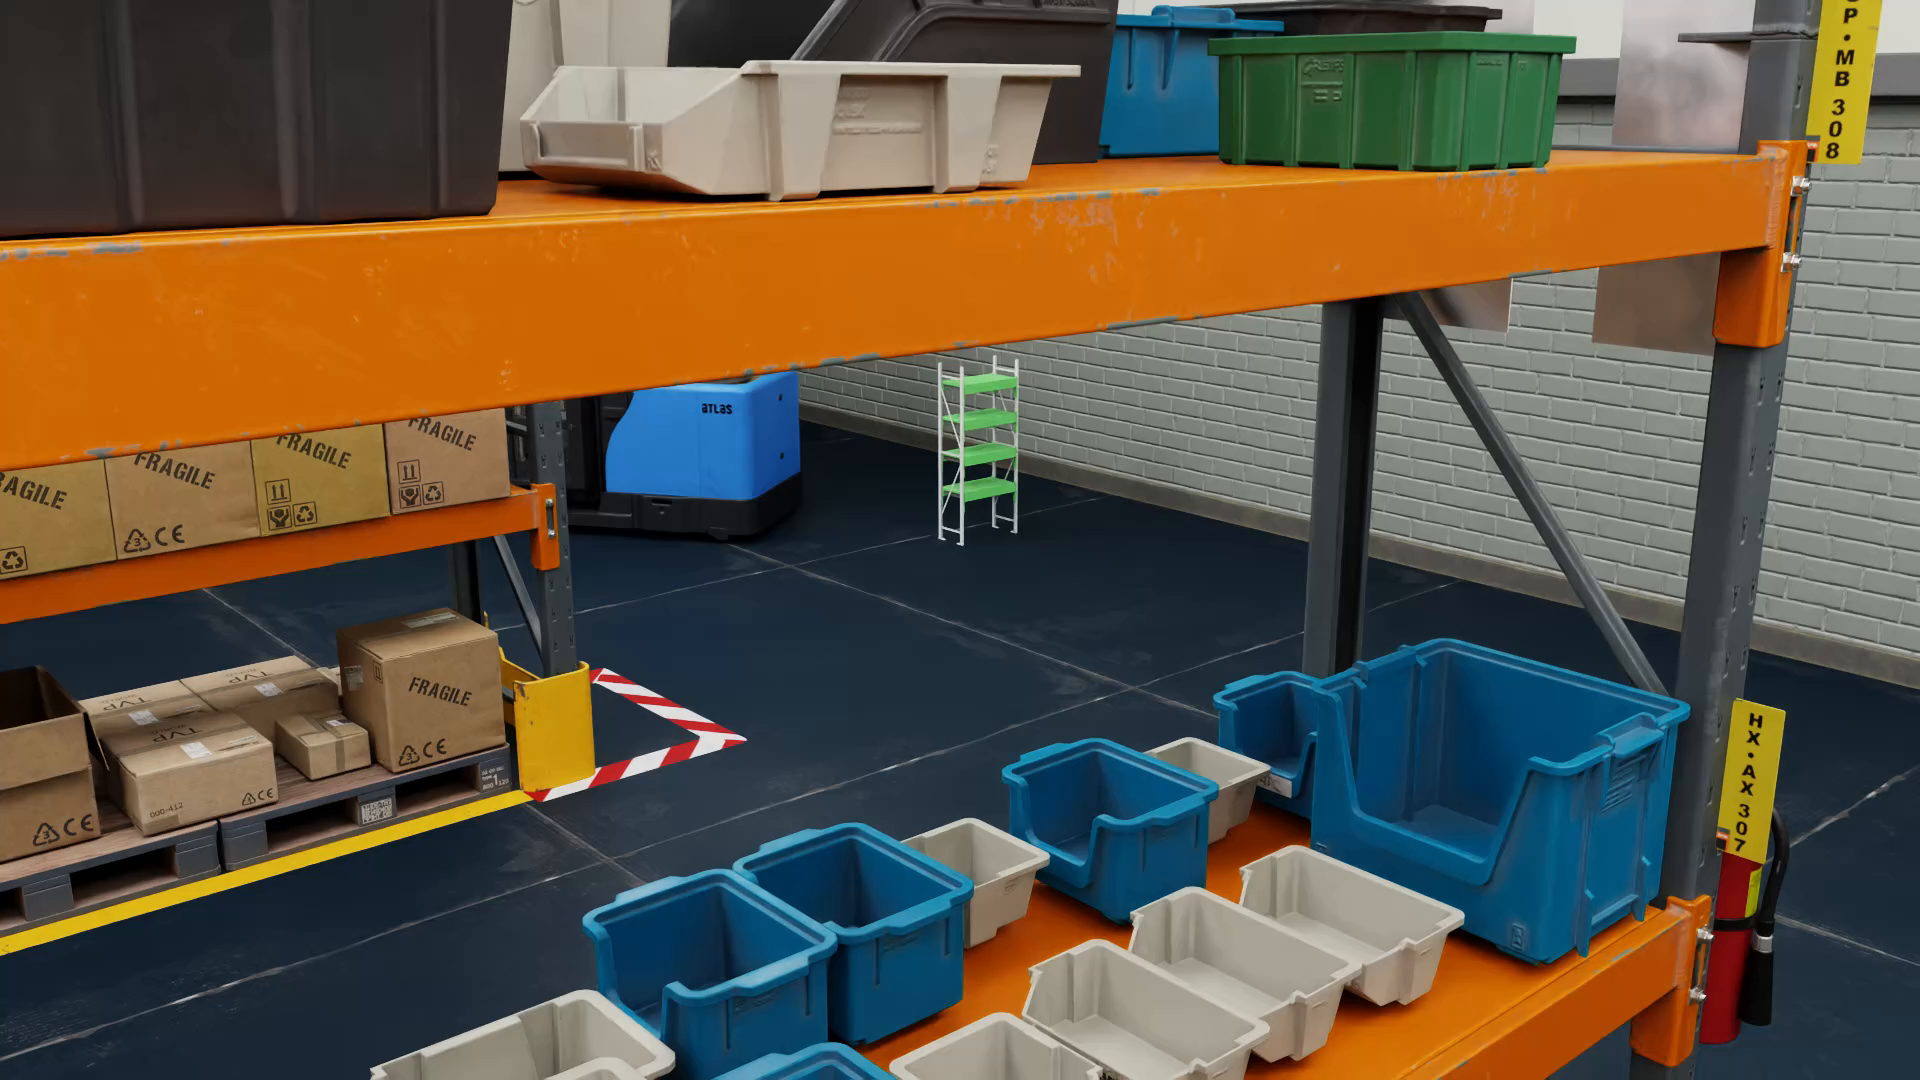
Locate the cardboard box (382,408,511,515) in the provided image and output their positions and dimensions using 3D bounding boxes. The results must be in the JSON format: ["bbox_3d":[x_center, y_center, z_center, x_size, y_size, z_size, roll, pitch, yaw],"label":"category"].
[{"bbox_3d":[-2.205,-0.428,6.848,0.500,0.500,0.500,-12,19,-38],"label":"cardboard box"}]

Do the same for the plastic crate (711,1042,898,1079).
[{"bbox_3d":[-0.178,0.906,2.255,0.300,0.233,0.416,-13,19,-39],"label":"plastic crate"}]

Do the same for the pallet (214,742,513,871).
[{"bbox_3d":[-2.704,0.986,7.149,1.213,0.211,1.003,-13,19,-39],"label":"pallet"}]

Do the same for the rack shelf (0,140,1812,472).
[{"bbox_3d":[-0.306,-0.307,2.168,4.000,0.370,1.077,-13,19,-39],"label":"rack shelf"}]

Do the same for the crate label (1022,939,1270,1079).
[{"bbox_3d":[0.284,0.826,2.740,0.243,0.136,0.396,-13,19,-39],"label":"crate label"}]

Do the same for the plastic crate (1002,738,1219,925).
[{"bbox_3d":[0.304,0.597,3.410,0.300,0.233,0.416,-13,19,-39],"label":"plastic crate"}]

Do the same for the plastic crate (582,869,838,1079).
[{"bbox_3d":[-0.419,0.759,2.802,0.300,0.233,0.416,-13,19,-39],"label":"plastic crate"}]

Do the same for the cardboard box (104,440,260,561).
[{"bbox_3d":[-2.974,-0.256,6.204,0.500,0.500,0.500,-12,19,-39],"label":"cardboard box"}]

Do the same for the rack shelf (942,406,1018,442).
[{"bbox_3d":[0.125,-0.778,11.155,0.480,0.148,0.258,-13,19,-39],"label":"rack shelf"}]

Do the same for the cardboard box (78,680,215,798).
[{"bbox_3d":[-3.397,0.813,6.869,0.500,0.250,0.500,-13,19,-39],"label":"cardboard box"}]

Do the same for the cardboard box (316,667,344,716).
[{"bbox_3d":[-2.776,0.694,7.478,0.250,0.166,0.380,-13,19,-39],"label":"cardboard box"}]

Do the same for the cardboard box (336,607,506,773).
[{"bbox_3d":[-2.295,0.626,7.085,0.500,0.500,0.500,-13,19,-39],"label":"cardboard box"}]

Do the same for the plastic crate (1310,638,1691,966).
[{"bbox_3d":[1.073,0.503,3.370,0.499,0.435,0.616,-13,19,-39],"label":"plastic crate"}]

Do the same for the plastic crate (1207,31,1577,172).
[{"bbox_3d":[0.646,-0.668,2.537,0.336,0.188,0.450,-13,19,-39],"label":"plastic crate"}]

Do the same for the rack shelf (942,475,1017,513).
[{"bbox_3d":[0.125,-0.314,11.279,0.480,0.148,0.258,-13,19,-39],"label":"rack shelf"}]

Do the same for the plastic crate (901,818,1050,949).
[{"bbox_3d":[-0.008,0.685,3.267,0.298,0.136,0.250,-13,19,-39],"label":"plastic crate"}]

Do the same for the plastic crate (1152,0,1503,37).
[{"bbox_3d":[0.729,-0.919,3.319,0.590,0.269,0.497,-13,19,-39],"label":"plastic crate"}]

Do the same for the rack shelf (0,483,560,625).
[{"bbox_3d":[-3.555,0.177,6.168,4.000,0.370,1.077,-13,19,-39],"label":"rack shelf"}]

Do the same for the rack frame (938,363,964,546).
[{"bbox_3d":[-0.059,-0.566,11.045,0.015,1.200,0.240,-13,19,-39],"label":"rack frame"}]

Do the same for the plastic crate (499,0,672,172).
[{"bbox_3d":[-0.672,-0.621,2.178,0.530,0.282,0.437,-13,19,-39],"label":"plastic crate"}]

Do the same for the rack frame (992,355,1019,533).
[{"bbox_3d":[0.309,-0.649,11.355,0.015,1.200,0.240,-13,19,-39],"label":"rack frame"}]

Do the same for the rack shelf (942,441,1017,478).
[{"bbox_3d":[0.125,-0.546,11.217,0.480,0.148,0.258,-13,19,-39],"label":"rack shelf"}]

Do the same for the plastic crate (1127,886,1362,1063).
[{"bbox_3d":[0.478,0.774,2.935,0.243,0.136,0.396,-13,19,-39],"label":"plastic crate"}]

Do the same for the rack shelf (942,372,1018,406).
[{"bbox_3d":[0.125,-1.010,11.093,0.480,0.148,0.258,-13,19,-39],"label":"rack shelf"}]

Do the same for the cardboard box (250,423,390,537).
[{"bbox_3d":[-2.594,-0.340,6.516,0.500,0.500,0.500,-12,19,-39],"label":"cardboard box"}]

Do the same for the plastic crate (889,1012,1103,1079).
[{"bbox_3d":[0.073,0.880,2.539,0.250,0.136,0.298,-13,19,-39],"label":"plastic crate"}]

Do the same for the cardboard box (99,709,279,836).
[{"bbox_3d":[-3.031,0.902,6.536,0.500,0.250,0.500,-13,19,-39],"label":"cardboard box"}]

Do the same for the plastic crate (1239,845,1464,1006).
[{"bbox_3d":[0.706,0.728,3.108,0.243,0.136,0.396,-13,19,-39],"label":"plastic crate"}]

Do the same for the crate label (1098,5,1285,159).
[{"bbox_3d":[0.294,-0.828,3.013,0.502,0.251,0.408,-13,19,-39],"label":"crate label"}]

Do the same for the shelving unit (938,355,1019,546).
[{"bbox_3d":[0.125,-0.608,11.200,0.503,1.200,0.258,-13,19,-39],"label":"shelving unit"}]

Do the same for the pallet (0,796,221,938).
[{"bbox_3d":[-3.624,1.192,6.379,1.213,0.211,1.003,-13,19,-39],"label":"pallet"}]

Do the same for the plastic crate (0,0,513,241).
[{"bbox_3d":[-0.698,-0.410,1.412,0.590,0.269,0.497,-13,19,-39],"label":"plastic crate"}]

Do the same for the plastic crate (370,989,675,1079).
[{"bbox_3d":[-0.699,0.878,2.544,0.466,0.136,0.293,-13,19,-39],"label":"plastic crate"}]

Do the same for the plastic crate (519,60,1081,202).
[{"bbox_3d":[-0.193,-0.468,1.886,0.530,0.136,0.437,-13,19,-39],"label":"plastic crate"}]

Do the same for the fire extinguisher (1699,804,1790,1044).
[{"bbox_3d":[1.615,0.736,3.553,0.183,0.674,0.296,-13,19,-39],"label":"fire extinguisher"}]

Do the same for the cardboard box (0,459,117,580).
[{"bbox_3d":[-3.355,-0.171,5.884,0.500,0.500,0.500,-13,20,-40],"label":"cardboard box"}]

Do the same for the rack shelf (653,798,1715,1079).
[{"bbox_3d":[-0.306,1.142,2.555,4.000,0.370,1.077,-13,19,-39],"label":"rack shelf"}]

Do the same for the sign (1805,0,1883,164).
[{"bbox_3d":[1.576,-0.838,2.966,0.005,0.325,0.100,-13,19,-39],"label":"sign"}]

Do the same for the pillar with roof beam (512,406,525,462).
[{"bbox_3d":[-1.006,-4.159,9.382,0.400,9.000,9.100,-13,19,-39],"label":"pillar with roof beam"}]

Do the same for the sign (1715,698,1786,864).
[{"bbox_3d":[1.576,0.481,3.319,0.005,0.325,0.100,-13,19,-39],"label":"sign"}]

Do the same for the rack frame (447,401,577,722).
[{"bbox_3d":[-2.046,-0.509,7.343,0.127,3.000,1.000,-13,19,-39],"label":"rack frame"}]

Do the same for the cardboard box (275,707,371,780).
[{"bbox_3d":[-2.659,0.838,6.936,0.250,0.166,0.380,-13,19,-39],"label":"cardboard box"}]

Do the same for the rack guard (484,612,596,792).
[{"bbox_3d":[-2.104,0.712,7.618,0.348,0.500,1.175,-13,19,-39],"label":"rack guard"}]

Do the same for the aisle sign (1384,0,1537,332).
[{"bbox_3d":[1.062,-0.870,3.657,0.004,0.787,0.394,-13,19,-39],"label":"aisle sign"}]

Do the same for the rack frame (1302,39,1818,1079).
[{"bbox_3d":[1.203,0.456,3.731,0.127,3.000,1.000,-13,19,-39],"label":"rack frame"}]

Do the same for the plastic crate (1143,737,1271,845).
[{"bbox_3d":[0.504,0.570,3.697,0.298,0.136,0.250,-13,19,-39],"label":"plastic crate"}]

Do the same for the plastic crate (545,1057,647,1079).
[{"bbox_3d":[-0.542,0.939,2.036,0.530,0.282,0.437,-13,19,-39],"label":"plastic crate"}]

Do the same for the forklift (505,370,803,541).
[{"bbox_3d":[-2.702,-1.601,11.563,3.031,2.935,1.130,4,15,14],"label":"forklift"}]

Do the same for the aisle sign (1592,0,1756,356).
[{"bbox_3d":[1.449,-0.755,3.227,0.004,0.787,0.394,-13,19,-39],"label":"aisle sign"}]

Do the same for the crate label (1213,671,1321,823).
[{"bbox_3d":[0.800,0.486,3.828,0.303,0.233,0.416,-13,19,-39],"label":"crate label"}]

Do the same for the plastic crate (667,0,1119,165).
[{"bbox_3d":[-0.130,-0.758,2.583,0.767,0.338,0.504,-13,19,-39],"label":"plastic crate"}]

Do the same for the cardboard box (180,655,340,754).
[{"bbox_3d":[-3.020,0.728,7.186,0.500,0.250,0.500,-13,19,-39],"label":"cardboard box"}]

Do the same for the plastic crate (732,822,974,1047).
[{"bbox_3d":[-0.193,0.709,2.993,0.300,0.233,0.416,-13,19,-39],"label":"plastic crate"}]

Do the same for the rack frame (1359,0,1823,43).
[{"bbox_3d":[1.203,-2.442,2.956,0.127,3.000,1.000,-13,19,-39],"label":"rack frame"}]

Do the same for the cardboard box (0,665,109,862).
[{"bbox_3d":[-3.650,0.843,6.267,0.637,0.503,0.797,-13,19,-39],"label":"cardboard box"}]
